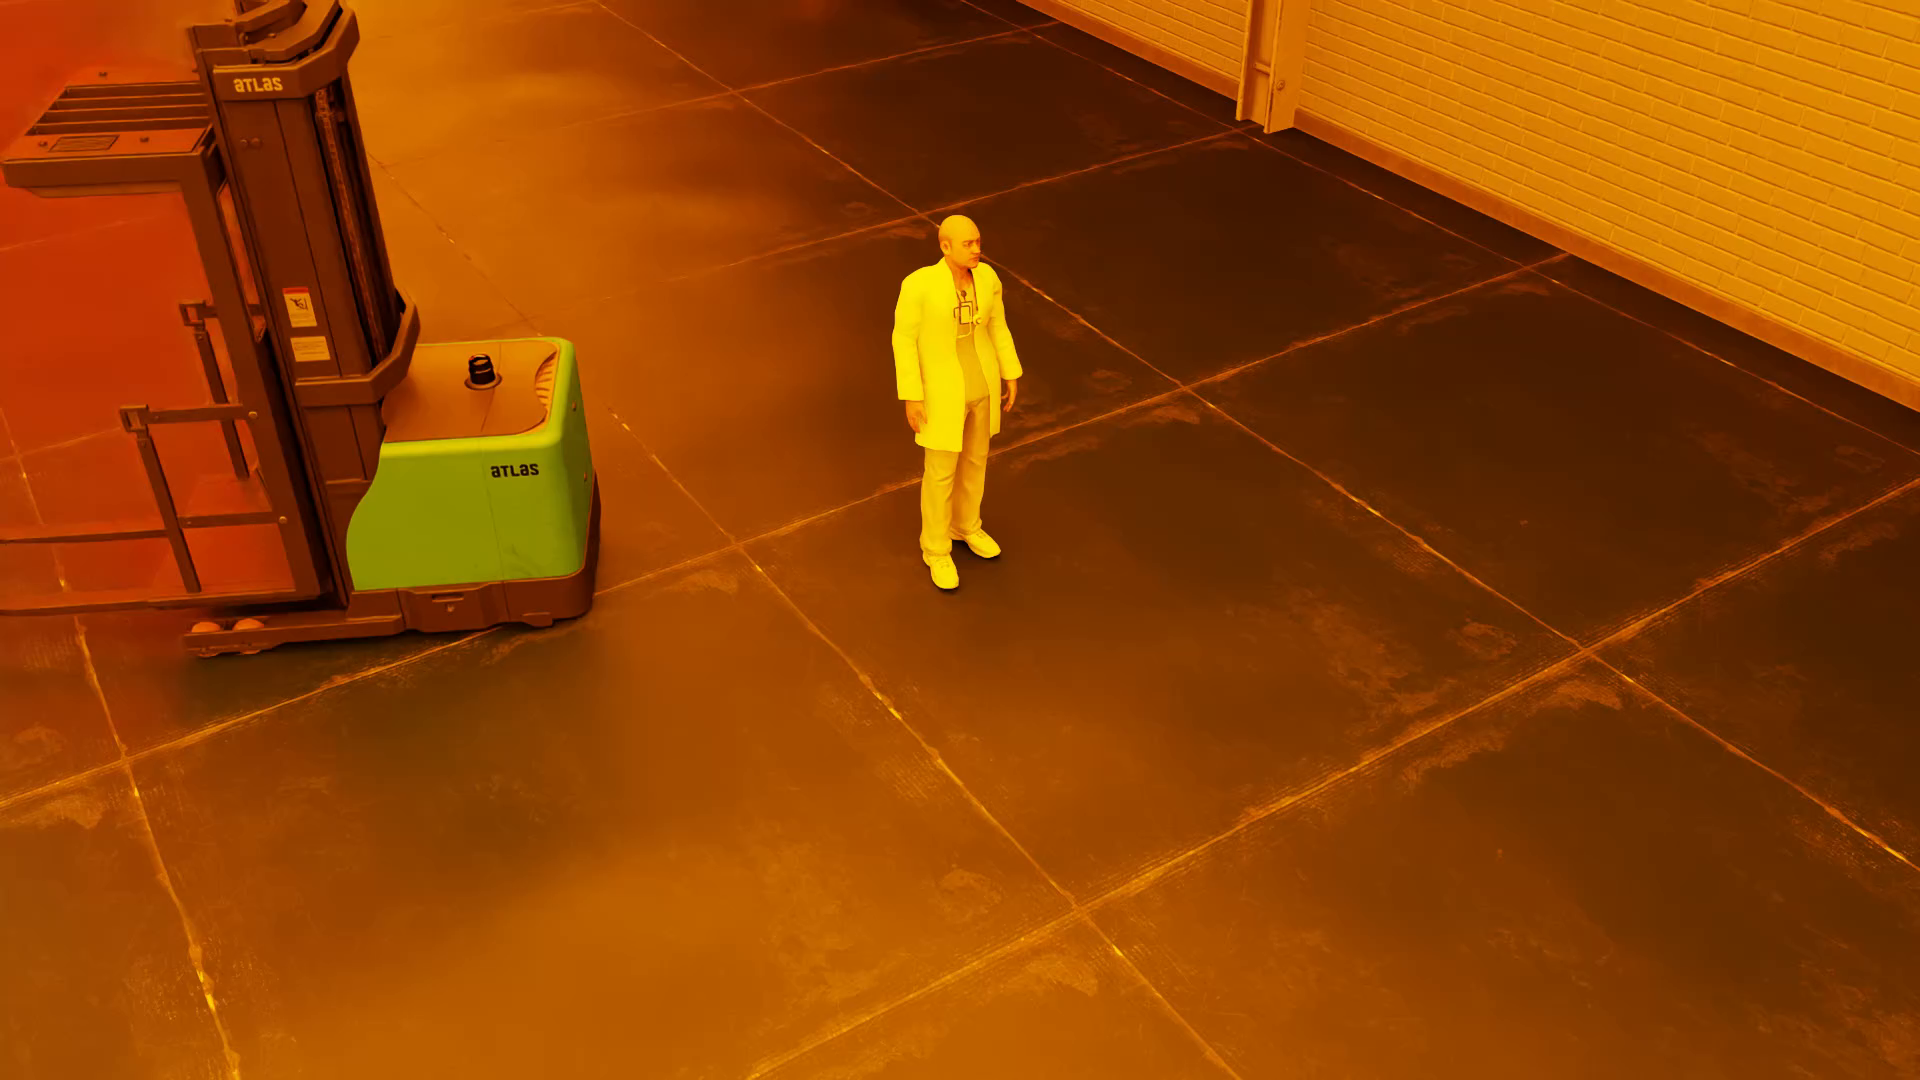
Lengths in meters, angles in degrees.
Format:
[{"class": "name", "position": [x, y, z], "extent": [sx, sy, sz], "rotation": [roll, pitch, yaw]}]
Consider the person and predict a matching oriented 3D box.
[{"class": "person", "position": [0.045, -0.688, 8.118], "extent": [0.696, 1.775, 0.581], "rotation": [-21, 40, -27]}]

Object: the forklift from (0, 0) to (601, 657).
[{"class": "forklift", "position": [-3.355, -0.966, 7.522], "extent": [3.031, 2.935, 1.130], "rotation": [-4, 35, -6]}]
